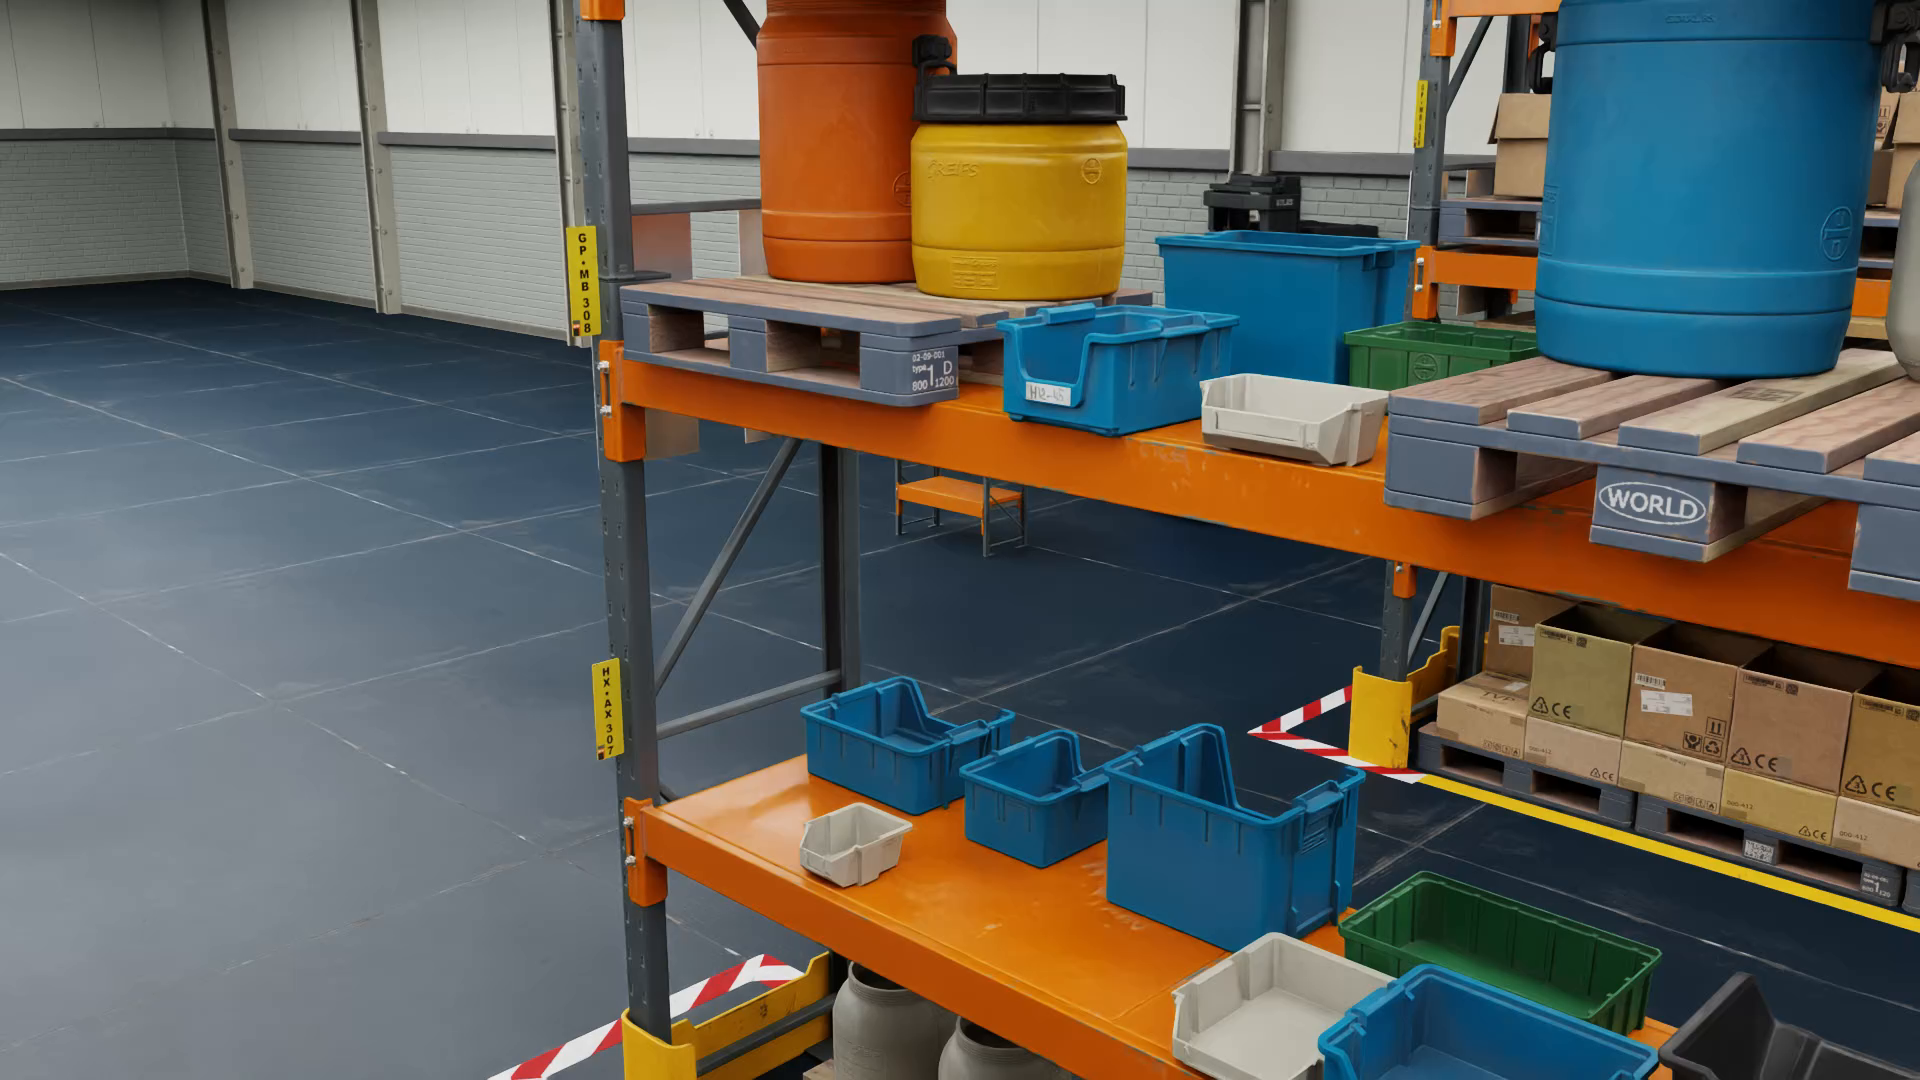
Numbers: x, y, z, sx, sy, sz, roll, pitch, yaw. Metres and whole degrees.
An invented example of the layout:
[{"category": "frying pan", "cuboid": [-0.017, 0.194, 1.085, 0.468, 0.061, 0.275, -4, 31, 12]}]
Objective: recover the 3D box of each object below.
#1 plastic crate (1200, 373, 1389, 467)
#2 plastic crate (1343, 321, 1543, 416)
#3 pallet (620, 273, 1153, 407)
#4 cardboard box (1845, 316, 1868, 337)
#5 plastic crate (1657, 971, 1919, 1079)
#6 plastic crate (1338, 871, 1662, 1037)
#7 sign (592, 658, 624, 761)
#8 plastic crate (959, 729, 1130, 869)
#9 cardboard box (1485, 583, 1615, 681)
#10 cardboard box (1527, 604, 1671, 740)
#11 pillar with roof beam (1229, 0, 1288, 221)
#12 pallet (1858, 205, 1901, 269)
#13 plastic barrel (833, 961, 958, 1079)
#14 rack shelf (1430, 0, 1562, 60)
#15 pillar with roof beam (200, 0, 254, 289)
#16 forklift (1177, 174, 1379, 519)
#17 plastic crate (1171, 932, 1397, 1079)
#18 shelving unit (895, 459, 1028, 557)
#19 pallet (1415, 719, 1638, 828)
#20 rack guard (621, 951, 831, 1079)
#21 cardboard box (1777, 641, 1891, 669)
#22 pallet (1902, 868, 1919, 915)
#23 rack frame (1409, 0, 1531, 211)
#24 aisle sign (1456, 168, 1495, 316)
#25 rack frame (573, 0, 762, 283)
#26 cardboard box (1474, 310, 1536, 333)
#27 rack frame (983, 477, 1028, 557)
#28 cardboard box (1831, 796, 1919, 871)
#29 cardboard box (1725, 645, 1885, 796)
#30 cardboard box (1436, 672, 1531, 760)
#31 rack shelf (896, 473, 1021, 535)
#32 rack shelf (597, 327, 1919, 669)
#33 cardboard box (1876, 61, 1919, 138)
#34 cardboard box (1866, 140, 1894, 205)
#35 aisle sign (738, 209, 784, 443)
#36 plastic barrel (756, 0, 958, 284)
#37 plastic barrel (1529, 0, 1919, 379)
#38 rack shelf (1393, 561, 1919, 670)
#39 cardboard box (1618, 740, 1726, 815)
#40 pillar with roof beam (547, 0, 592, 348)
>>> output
[{"category": "plastic crate", "cuboid": [0.698, -0.252, 3.525, 0.396, 0.136, 0.243, 14, 20, 42]}, {"category": "plastic crate", "cuboid": [1.187, -0.395, 3.972, 0.450, 0.188, 0.336, 14, 20, 42]}, {"category": "pallet", "cuboid": [-0.218, -0.618, 4.782, 1.213, 0.211, 1.003, 14, 20, 42]}, {"category": "cardboard box", "cuboid": [6.266, -1.381, 12.054, 0.500, 0.500, 0.500, 14, 20, 42]}, {"category": "plastic crate", "cuboid": [1.845, 1.195, 3.522, 0.504, 0.338, 0.767, 14, 20, 42]}, {"category": "plastic crate", "cuboid": [1.353, 1.093, 4.209, 0.662, 0.188, 0.450, 14, 20, 42]}, {"category": "sign", "cuboid": [-1.131, 0.544, 5.345, 0.005, 0.325, 0.100, 14, 20, 42]}, {"category": "plastic crate", "cuboid": [0.286, 0.799, 5.211, 0.408, 0.251, 0.499, 14, 20, 42]}, {"category": "cardboard box", "cuboid": [3.288, 0.485, 9.255, 0.500, 0.500, 0.500, 14, 20, 42]}, {"category": "cardboard box", "cuboid": [3.288, 0.667, 8.558, 0.500, 0.500, 0.500, 14, 20, 42]}, {"category": "pillar with roof beam", "cuboid": [-0.072, -4.425, 13.069, 0.400, 9.000, 9.100, 14, 20, 42]}, {"category": "pallet", "cuboid": [4.069, -1.386, 7.529, 1.213, 0.211, 1.003, 14, 20, 42]}, {"category": "plastic barrel", "cuboid": [-0.219, 1.681, 5.632, 0.421, 0.512, 0.421, 0, 15, 0]}, {"category": "rack shelf", "cuboid": [4.135, -2.331, 7.250, 4.000, 0.370, 1.077, 14, 20, 42]}, {"category": "pillar with roof beam", "cuboid": [-17.349, -8.626, 29.189, 0.400, 9.000, 9.100, 14, 20, 42]}, {"category": "forklift", "cuboid": [3.032, -1.818, 15.098, 3.031, 2.935, 1.130, -8, 17, -28]}, {"category": "plastic crate", "cuboid": [0.789, 1.169, 4.021, 0.437, 0.136, 0.530, 14, 20, 42]}, {"category": "shelving unit", "cuboid": [0.005, -0.543, 13.786, 1.048, 1.125, 0.538, 14, 20, 42]}, {"category": "pallet", "cuboid": [3.275, 1.156, 9.075, 1.213, 0.211, 1.003, 14, 20, 42]}, {"category": "rack guard", "cuboid": [-0.658, 1.794, 6.057, 0.348, 0.500, 1.175, 14, 20, 42]}, {"category": "cardboard box", "cuboid": [4.377, 0.745, 8.256, 0.500, 0.500, 0.500, 14, 20, 42]}, {"category": "pallet", "cuboid": [5.031, 1.583, 7.437, 1.213, 0.211, 1.003, 14, 20, 42]}, {"category": "rack frame", "cuboid": [2.695, -3.222, 8.452, 0.127, 3.000, 1.000, 14, 20, 42]}, {"category": "aisle sign", "cuboid": [2.852, -1.642, 9.129, 0.004, 0.787, 0.394, 14, 20, 42]}, {"category": "rack frame", "cuboid": [-0.746, -2.324, 5.004, 0.127, 3.000, 1.000, 14, 20, 42]}, {"category": "cardboard box", "cuboid": [3.060, -0.902, 8.674, 0.500, 0.500, 0.700, 14, 20, 42]}, {"category": "rack frame", "cuboid": [0.371, -0.454, 13.444, 0.032, 1.125, 0.500, 14, 20, 42]}, {"category": "cardboard box", "cuboid": [4.366, 1.293, 7.643, 0.500, 0.250, 0.500, 14, 20, 42]}, {"category": "cardboard box", "cuboid": [4.005, 0.842, 7.883, 0.500, 0.500, 0.500, 14, 20, 42]}, {"category": "cardboard box", "cuboid": [2.927, 0.942, 8.987, 0.500, 0.250, 0.500, 14, 20, 42]}, {"category": "rack shelf", "cuboid": [0.005, -0.307, 13.847, 1.000, 0.278, 0.538, 14, 20, 42]}, {"category": "rack shelf", "cuboid": [0.694, -0.174, 4.129, 4.000, 0.370, 1.077, 14, 20, 42]}, {"category": "cardboard box", "cuboid": [6.566, -3.004, 11.342, 0.500, 0.500, 0.500, 13, 20, 42]}, {"category": "cardboard box", "cuboid": [4.107, -1.748, 7.808, 0.500, 0.311, 0.500, -12, 19, -38]}, {"category": "aisle sign", "cuboid": [-0.591, -0.745, 5.688, 0.004, 0.787, 0.394, 14, 20, 42]}, {"category": "plastic barrel", "cuboid": [-0.308, -1.221, 5.037, 0.708, 0.830, 0.600, 14, 20, 42]}, {"category": "plastic barrel", "cuboid": [1.492, -0.812, 3.322, 0.708, 0.901, 0.600, 14, 20, 42]}, {"category": "rack shelf", "cuboid": [4.135, 0.379, 7.956, 4.000, 0.370, 1.077, 14, 20, 42]}, {"category": "cardboard box", "cuboid": [3.649, 1.117, 8.318, 0.500, 0.250, 0.500, 14, 20, 42]}, {"category": "pillar with roof beam", "cuboid": [-8.711, -6.525, 21.129, 0.400, 9.000, 9.100, 14, 20, 42]}]
